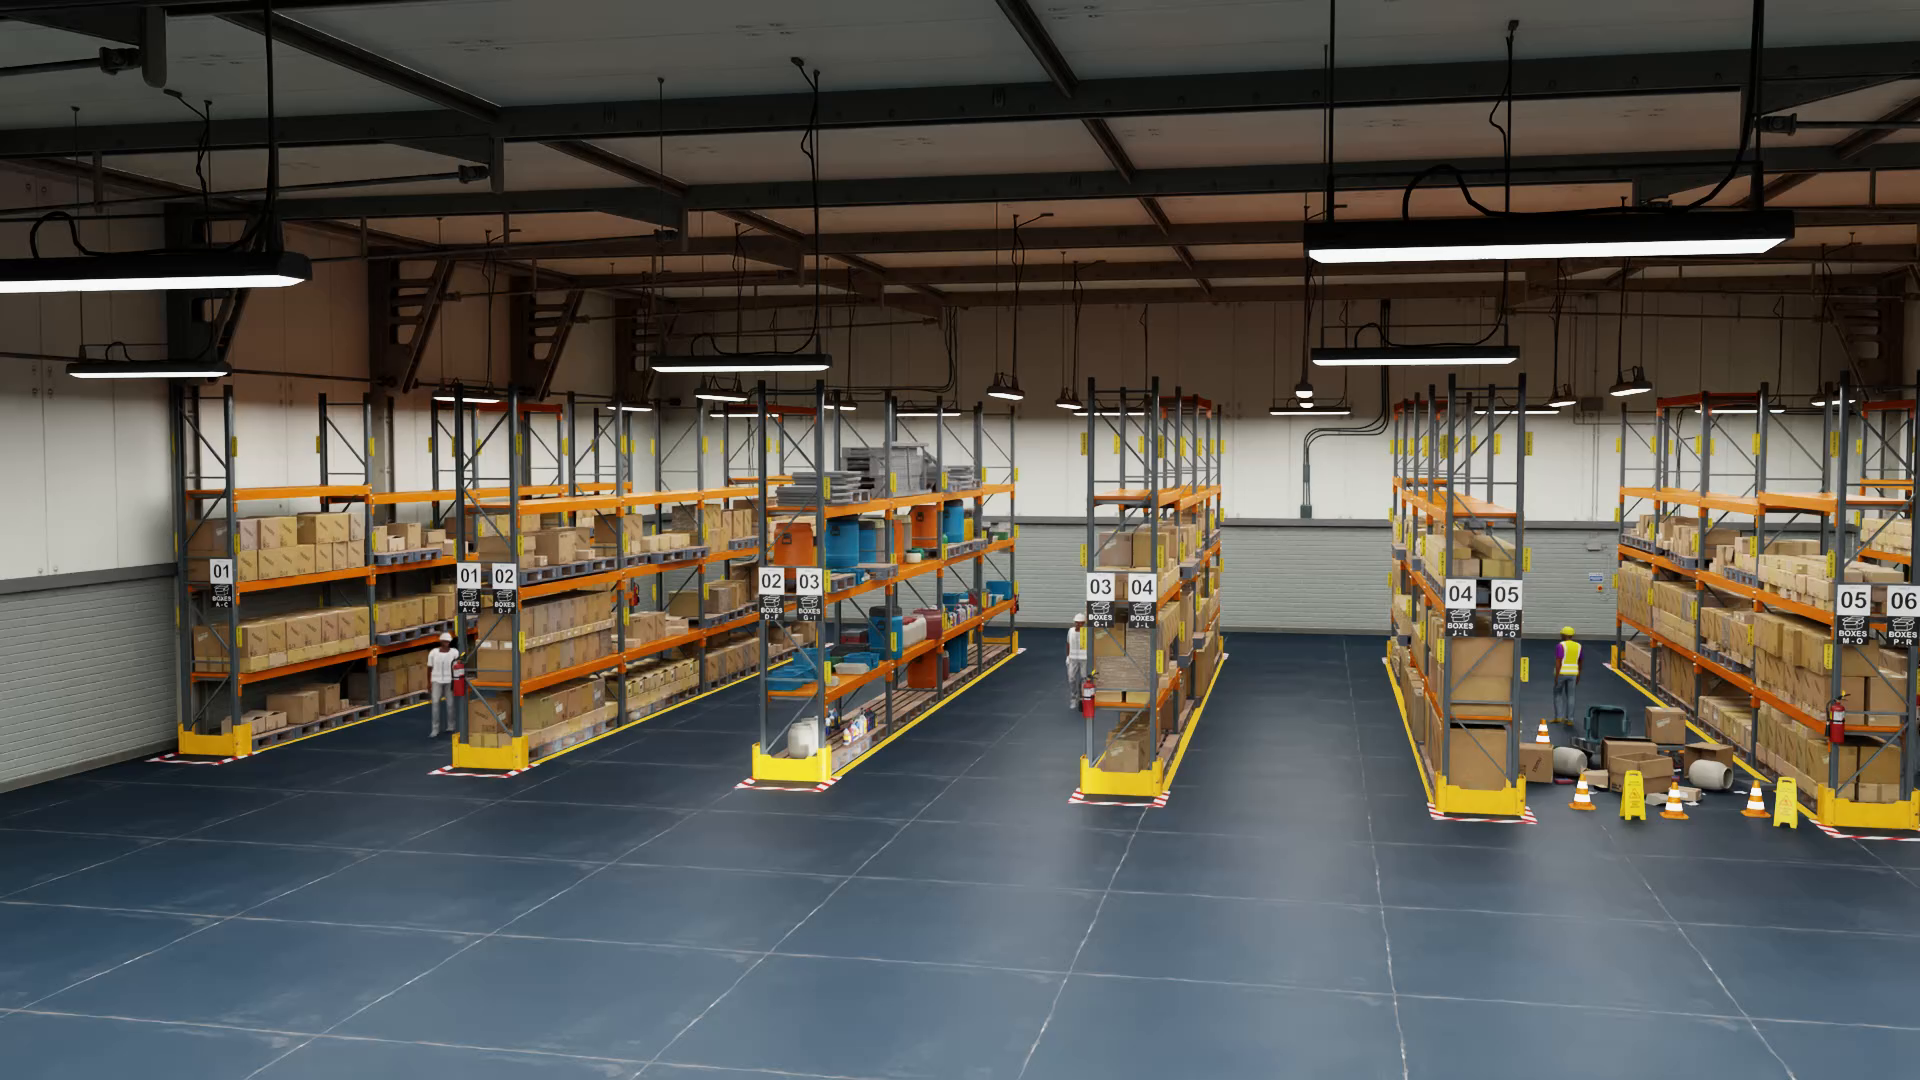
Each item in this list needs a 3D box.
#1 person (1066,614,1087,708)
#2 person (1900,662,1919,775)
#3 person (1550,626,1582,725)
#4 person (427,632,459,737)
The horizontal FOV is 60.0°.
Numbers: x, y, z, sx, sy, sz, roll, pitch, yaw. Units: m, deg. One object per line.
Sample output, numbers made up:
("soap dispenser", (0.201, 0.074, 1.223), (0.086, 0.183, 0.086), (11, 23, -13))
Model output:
("person", (2.310, 2.338, 32.051), (0.610, 1.840, 0.532), (1, 3, 23))
("person", (14.621, 2.759, 25.300), (0.542, 1.782, 0.599), (0, 3, 8))
("person", (10.963, 2.469, 29.959), (0.541, 1.809, 0.602), (0, 3, 6))
("person", (-9.004, 2.513, 29.001), (0.597, 1.759, 0.754), (-1, 3, -14))
